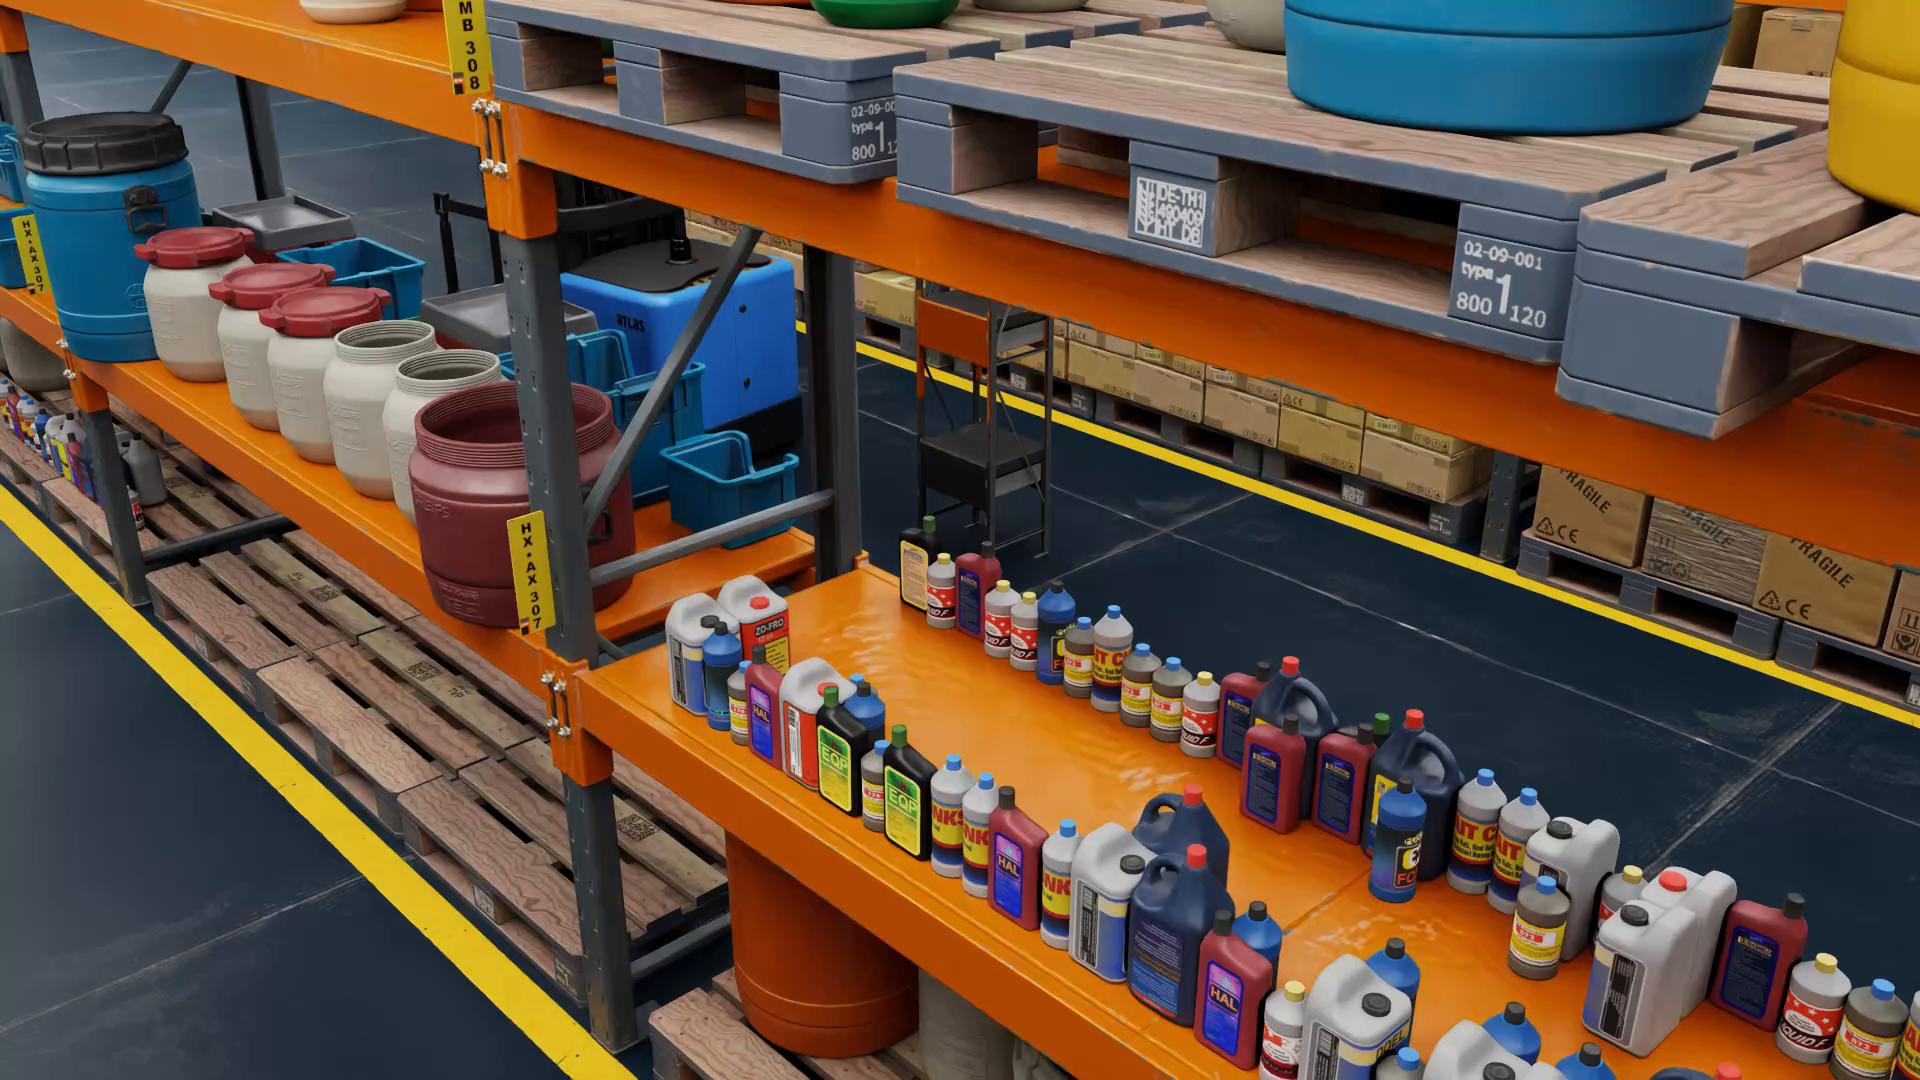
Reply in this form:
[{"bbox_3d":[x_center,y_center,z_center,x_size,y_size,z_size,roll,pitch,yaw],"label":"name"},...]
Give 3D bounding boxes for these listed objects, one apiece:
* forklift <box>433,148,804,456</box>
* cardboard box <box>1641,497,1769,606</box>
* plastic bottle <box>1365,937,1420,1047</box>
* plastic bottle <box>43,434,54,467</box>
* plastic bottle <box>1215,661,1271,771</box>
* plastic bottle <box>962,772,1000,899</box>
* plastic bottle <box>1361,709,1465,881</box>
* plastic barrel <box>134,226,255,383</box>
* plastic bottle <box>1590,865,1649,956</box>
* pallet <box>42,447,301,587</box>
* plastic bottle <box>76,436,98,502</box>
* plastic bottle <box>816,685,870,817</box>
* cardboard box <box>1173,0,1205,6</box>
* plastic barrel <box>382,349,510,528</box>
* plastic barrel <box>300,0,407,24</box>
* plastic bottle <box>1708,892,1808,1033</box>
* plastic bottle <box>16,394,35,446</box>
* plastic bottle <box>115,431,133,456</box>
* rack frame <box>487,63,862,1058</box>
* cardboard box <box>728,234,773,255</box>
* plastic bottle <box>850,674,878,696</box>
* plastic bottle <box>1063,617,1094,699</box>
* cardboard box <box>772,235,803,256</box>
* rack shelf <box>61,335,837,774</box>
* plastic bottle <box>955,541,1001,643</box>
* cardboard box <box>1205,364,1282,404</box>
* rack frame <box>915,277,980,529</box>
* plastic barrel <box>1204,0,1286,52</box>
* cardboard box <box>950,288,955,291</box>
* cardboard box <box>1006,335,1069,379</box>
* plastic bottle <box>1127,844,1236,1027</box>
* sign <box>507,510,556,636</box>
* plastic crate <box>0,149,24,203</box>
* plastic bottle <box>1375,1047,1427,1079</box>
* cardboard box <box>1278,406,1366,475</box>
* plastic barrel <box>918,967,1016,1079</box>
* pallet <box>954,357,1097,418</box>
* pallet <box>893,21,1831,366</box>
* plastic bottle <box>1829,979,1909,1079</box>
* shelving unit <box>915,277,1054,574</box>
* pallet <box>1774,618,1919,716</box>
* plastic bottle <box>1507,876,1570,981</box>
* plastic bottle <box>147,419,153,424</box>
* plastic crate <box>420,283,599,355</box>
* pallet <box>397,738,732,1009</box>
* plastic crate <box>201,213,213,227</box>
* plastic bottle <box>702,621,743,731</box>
[{"bbox_3d":[-2.345,-2.101,9.324,3.031,2.935,1.130,19,30,35],"label":"forklift"},{"bbox_3d":[3.385,-0.088,7.311,0.500,0.500,0.500,22,33,40],"label":"cardboard box"},{"bbox_3d":[0.765,0.830,2.972,0.097,0.271,0.097,0,25,0],"label":"plastic bottle"},{"bbox_3d":[-4.643,-0.484,8.539,0.097,0.201,0.097,0,25,0],"label":"plastic bottle"},{"bbox_3d":[0.672,0.403,3.892,0.061,0.283,0.133,-21,32,-38],"label":"plastic bottle"},{"bbox_3d":[0.053,0.607,3.461,0.097,0.271,0.097,0,25,0],"label":"plastic bottle"},{"bbox_3d":[0.968,0.529,3.535,0.144,0.351,0.185,-21,32,-38],"label":"plastic bottle"},{"bbox_3d":[-2.937,-0.919,6.487,0.433,0.535,0.433,0,25,0],"label":"plastic barrel"},{"bbox_3d":[1.306,0.733,3.268,0.097,0.201,0.097,0,25,0],"label":"plastic bottle"},{"bbox_3d":[-3.860,-0.156,8.338,1.003,0.211,1.213,-21,32,-38],"label":"pallet"},{"bbox_3d":[-4.213,-0.376,8.121,0.185,0.351,0.144,22,32,39],"label":"plastic bottle"},{"bbox_3d":[-0.263,0.472,3.742,0.061,0.283,0.133,-21,32,-38],"label":"plastic bottle"},{"bbox_3d":[2.214,-4.820,14.454,0.500,0.500,0.500,-20,31,-37],"label":"cardboard box"},{"bbox_3d":[-1.556,-0.299,5.158,0.421,0.512,0.421,0,25,0],"label":"plastic barrel"},{"bbox_3d":[-1.737,-1.618,4.736,0.301,0.262,0.301,0,25,0],"label":"plastic barrel"},{"bbox_3d":[1.490,0.766,3.097,0.061,0.283,0.133,-21,32,-38],"label":"plastic bottle"},{"bbox_3d":[-4.919,-0.639,8.793,0.097,0.271,0.097,0,25,0],"label":"plastic bottle"},{"bbox_3d":[-4.122,-0.391,8.246,0.152,0.276,0.135,-21,32,-38],"label":"plastic bottle"},{"bbox_3d":[-0.697,0.003,4.630,1.000,3.000,0.127,-21,32,-38],"label":"rack frame"},{"bbox_3d":[-1.319,-2.085,12.013,0.500,0.250,0.500,-21,32,-38],"label":"cardboard box"},{"bbox_3d":[-0.243,0.415,3.966,0.097,0.201,0.097,0,25,0],"label":"plastic bottle"},{"bbox_3d":[0.313,0.293,4.233,0.097,0.201,0.097,0,25,0],"label":"plastic bottle"},{"bbox_3d":[-0.967,-2.278,11.534,0.500,0.500,0.500,-21,32,-38],"label":"cardboard box"},{"bbox_3d":[-2.064,-0.276,6.108,1.077,0.370,4.000,-21,32,-38],"label":"rack shelf"},{"bbox_3d":[0.048,0.127,4.498,0.061,0.283,0.133,-21,32,-38],"label":"plastic bottle"},{"bbox_3d":[1.680,-0.995,8.948,0.500,0.311,0.500,-21,32,-39],"label":"cardboard box"},{"bbox_3d":[-0.054,-0.979,7.866,0.400,2.100,0.015,-21,32,-38],"label":"rack frame"},{"bbox_3d":[0.624,-1.121,2.809,0.433,0.535,0.433,0,25,0],"label":"plastic barrel"},{"bbox_3d":[0.288,-1.613,10.302,0.500,0.311,0.500,-21,32,-38],"label":"cardboard box"},{"bbox_3d":[0.630,-1.206,10.086,0.500,0.250,0.500,-20,31,-37],"label":"cardboard box"},{"bbox_3d":[0.417,0.717,3.123,0.144,0.351,0.185,-21,32,-38],"label":"plastic bottle"},{"bbox_3d":[-1.094,0.086,4.250,0.100,0.325,0.005,-21,32,-38],"label":"sign"},{"bbox_3d":[-5.165,-2.088,9.393,0.499,0.251,0.408,-21,32,-38],"label":"plastic crate"},{"bbox_3d":[0.746,0.945,2.803,0.097,0.201,0.097,0,25,0],"label":"plastic bottle"},{"bbox_3d":[2.028,-0.587,8.730,0.500,0.250,0.500,-22,32,-39],"label":"cardboard box"},{"bbox_3d":[0.101,1.232,4.426,0.421,0.512,0.421,0,25,0],"label":"plastic barrel"},{"bbox_3d":[0.719,-1.133,10.478,1.003,0.211,1.213,-21,32,-38],"label":"pallet"},{"bbox_3d":[0.652,-0.617,2.602,1.003,0.211,1.213,-21,32,-38],"label":"pallet"},{"bbox_3d":[1.622,0.873,2.961,0.097,0.201,0.097,0,25,0],"label":"plastic bottle"},{"bbox_3d":[0.113,-0.905,7.704,0.431,2.100,0.503,-21,32,-38],"label":"shelving unit"},{"bbox_3d":[4.233,0.474,6.958,1.003,0.211,1.213,-21,32,-38],"label":"pallet"},{"bbox_3d":[1.129,0.747,3.239,0.097,0.201,0.097,0,25,0],"label":"plastic bottle"},{"bbox_3d":[-4.421,-0.749,9.119,0.097,0.201,0.097,0,25,0],"label":"plastic bottle"},{"bbox_3d":[-1.578,-0.603,5.881,0.402,0.464,0.583,-21,32,-38],"label":"plastic crate"},{"bbox_3d":[-1.198,1.025,5.748,1.003,0.211,1.213,-21,32,-38],"label":"pallet"},{"bbox_3d":[-3.696,-1.376,7.727,0.767,0.338,0.504,-21,32,-38],"label":"plastic crate"},{"bbox_3d":[-0.578,0.327,4.075,0.097,0.271,0.097,0,25,0],"label":"plastic bottle"}]
